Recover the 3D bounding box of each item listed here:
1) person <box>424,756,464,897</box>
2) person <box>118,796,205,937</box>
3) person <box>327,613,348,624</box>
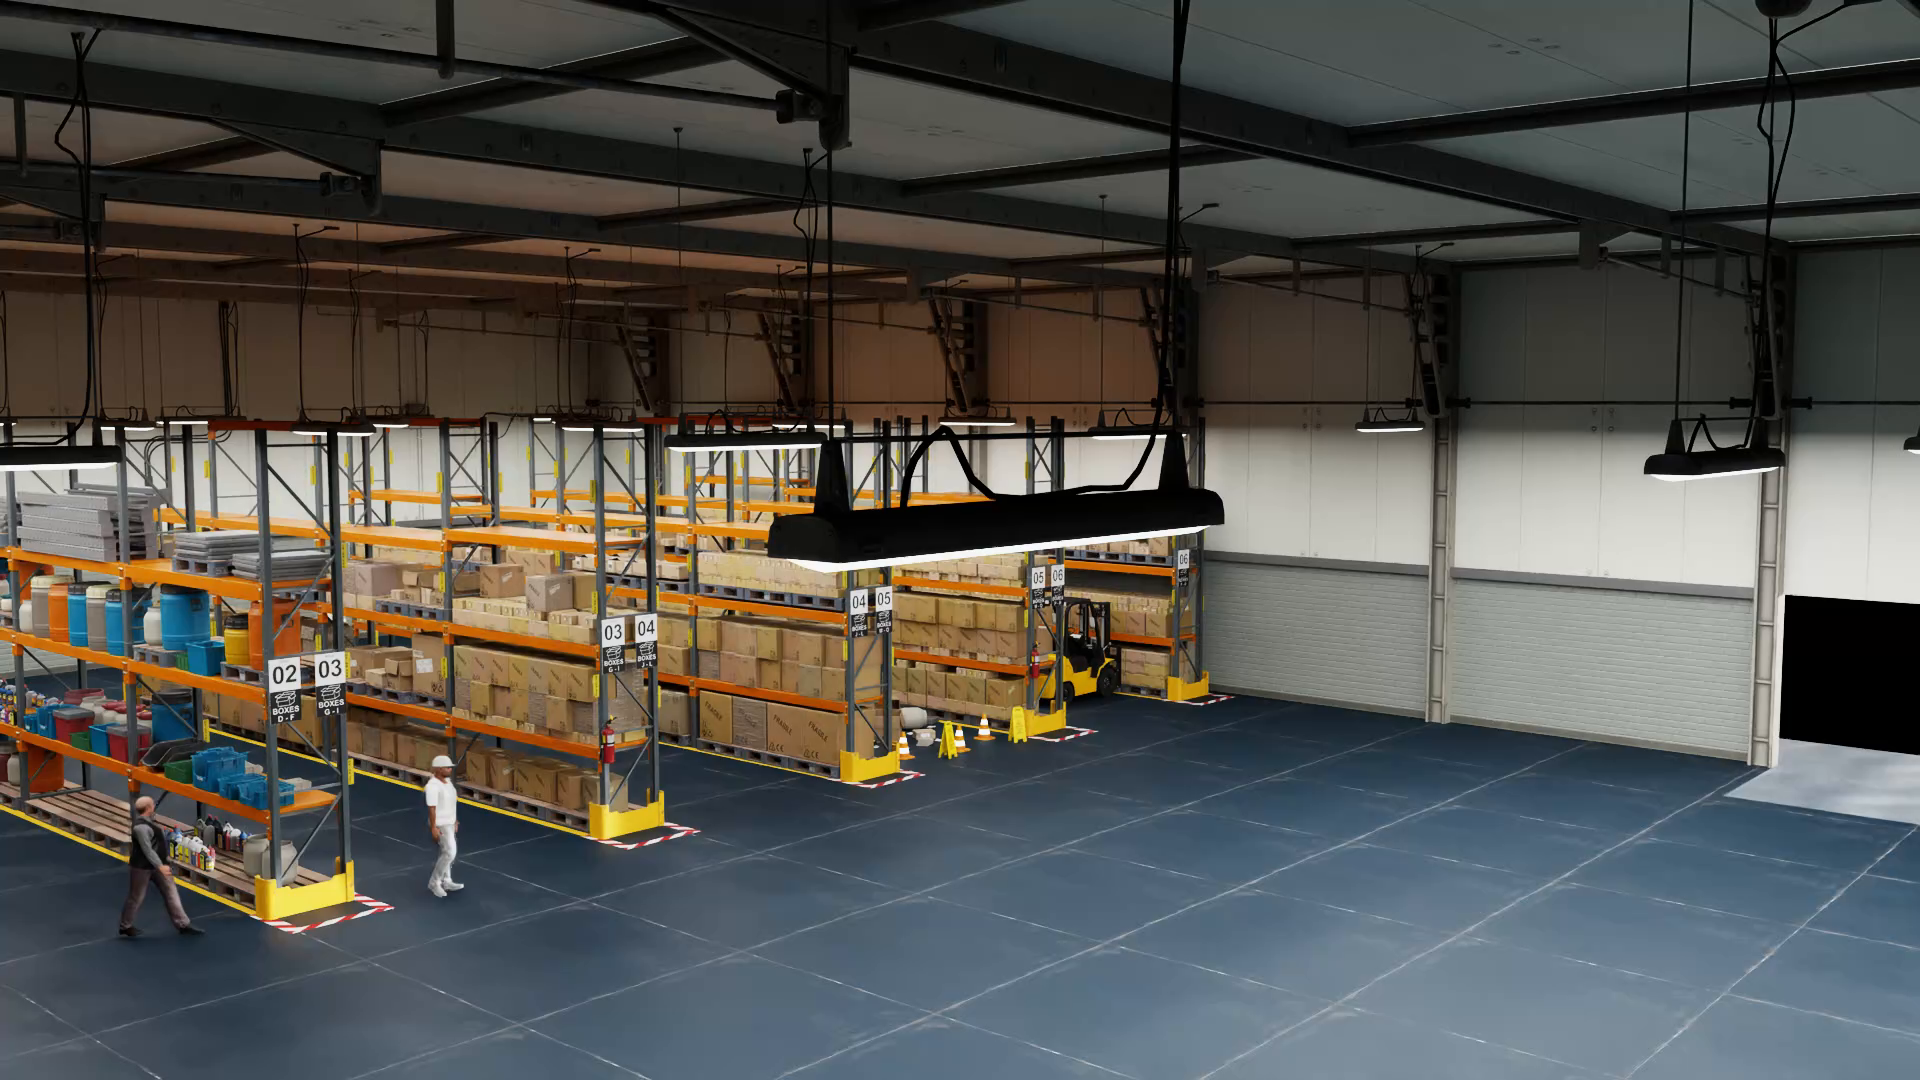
[{"bbox_3d":[-6.650,3.663,21.486,0.412,1.776,0.583,0,5,0],"label":"person"},{"bbox_3d":[-9.472,3.837,19.548,0.974,1.665,0.479,1,5,12],"label":"person"},{"bbox_3d":[-15.282,2.146,40.613,0.635,1.648,0.687,4,6,43],"label":"person"}]
